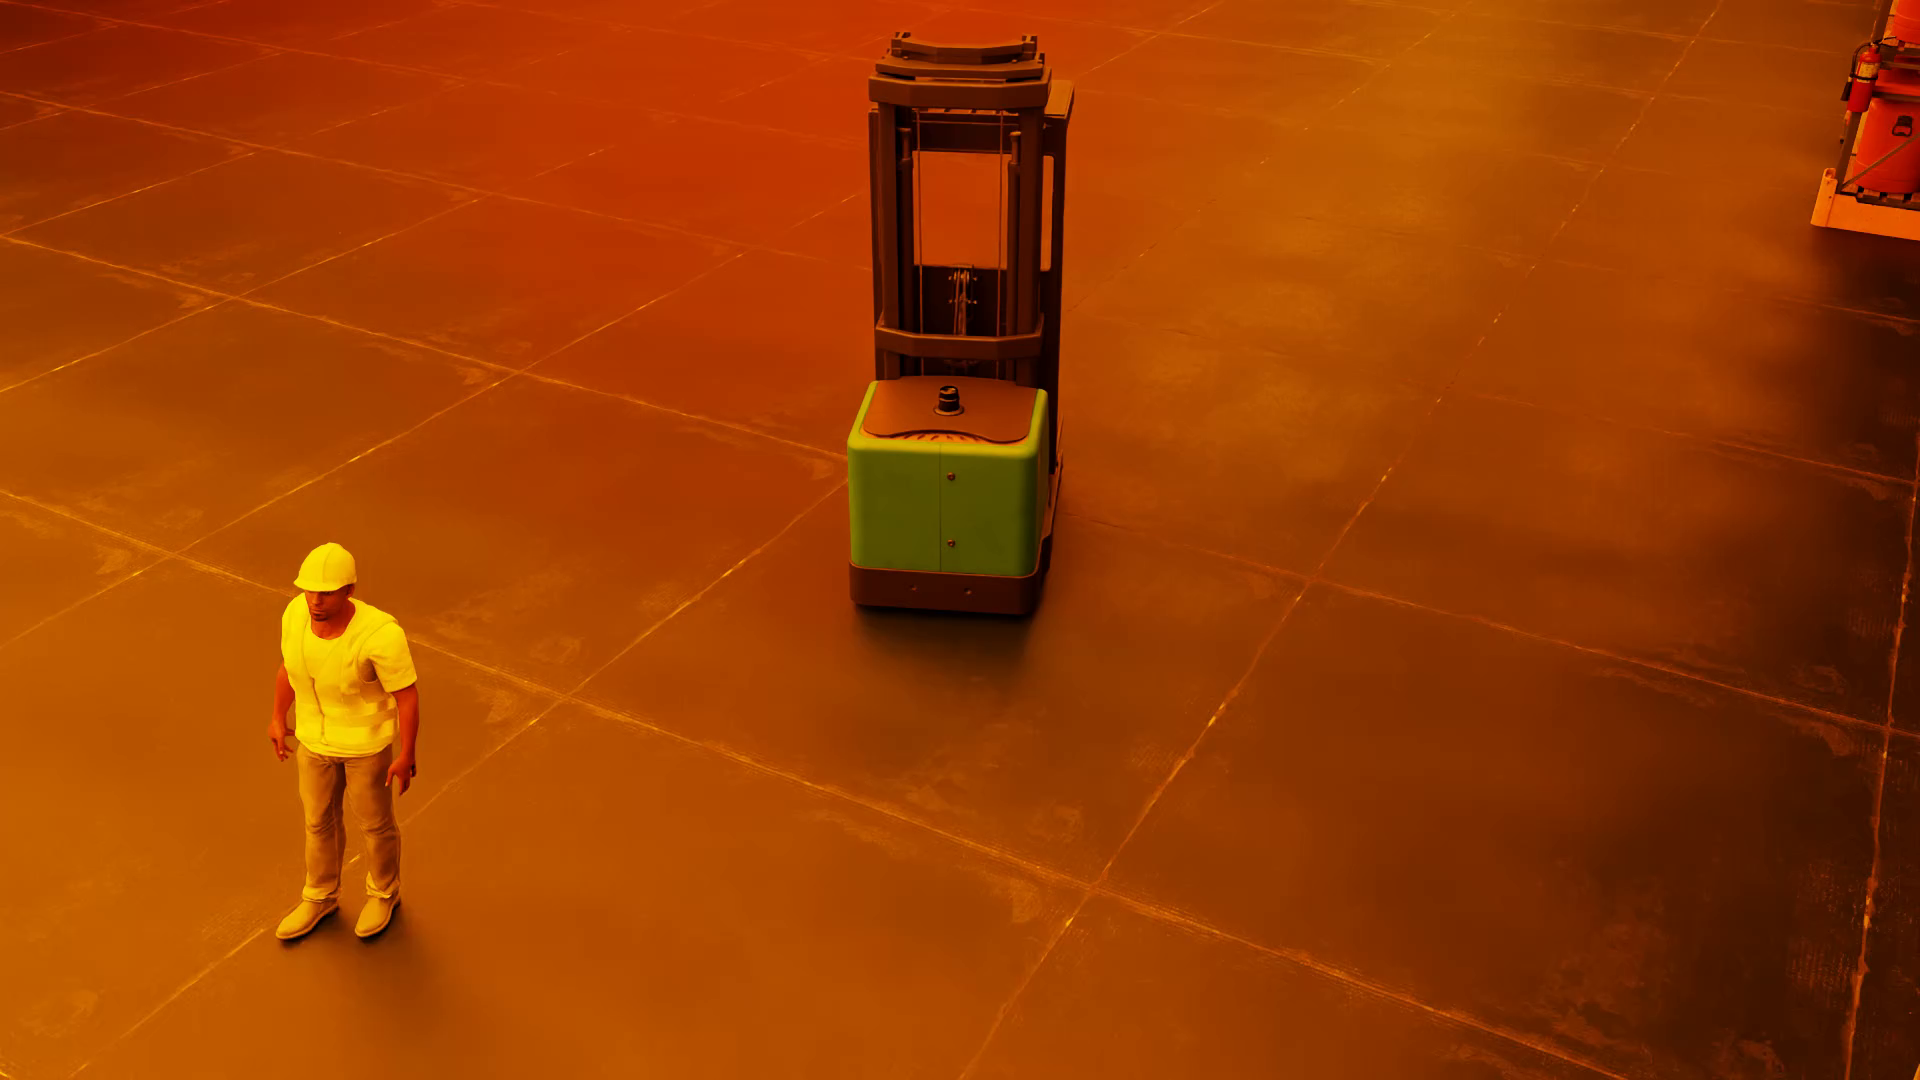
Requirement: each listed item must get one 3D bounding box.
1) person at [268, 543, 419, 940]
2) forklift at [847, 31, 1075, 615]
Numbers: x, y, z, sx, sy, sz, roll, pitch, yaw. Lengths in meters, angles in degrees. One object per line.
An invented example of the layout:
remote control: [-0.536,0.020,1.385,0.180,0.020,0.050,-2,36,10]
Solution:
person: [-2.534,0.848,6.758,0.665,1.760,0.577,9,31,15]
forklift: [0.072,-1.572,9.794,1.130,2.935,3.031,3,30,6]
